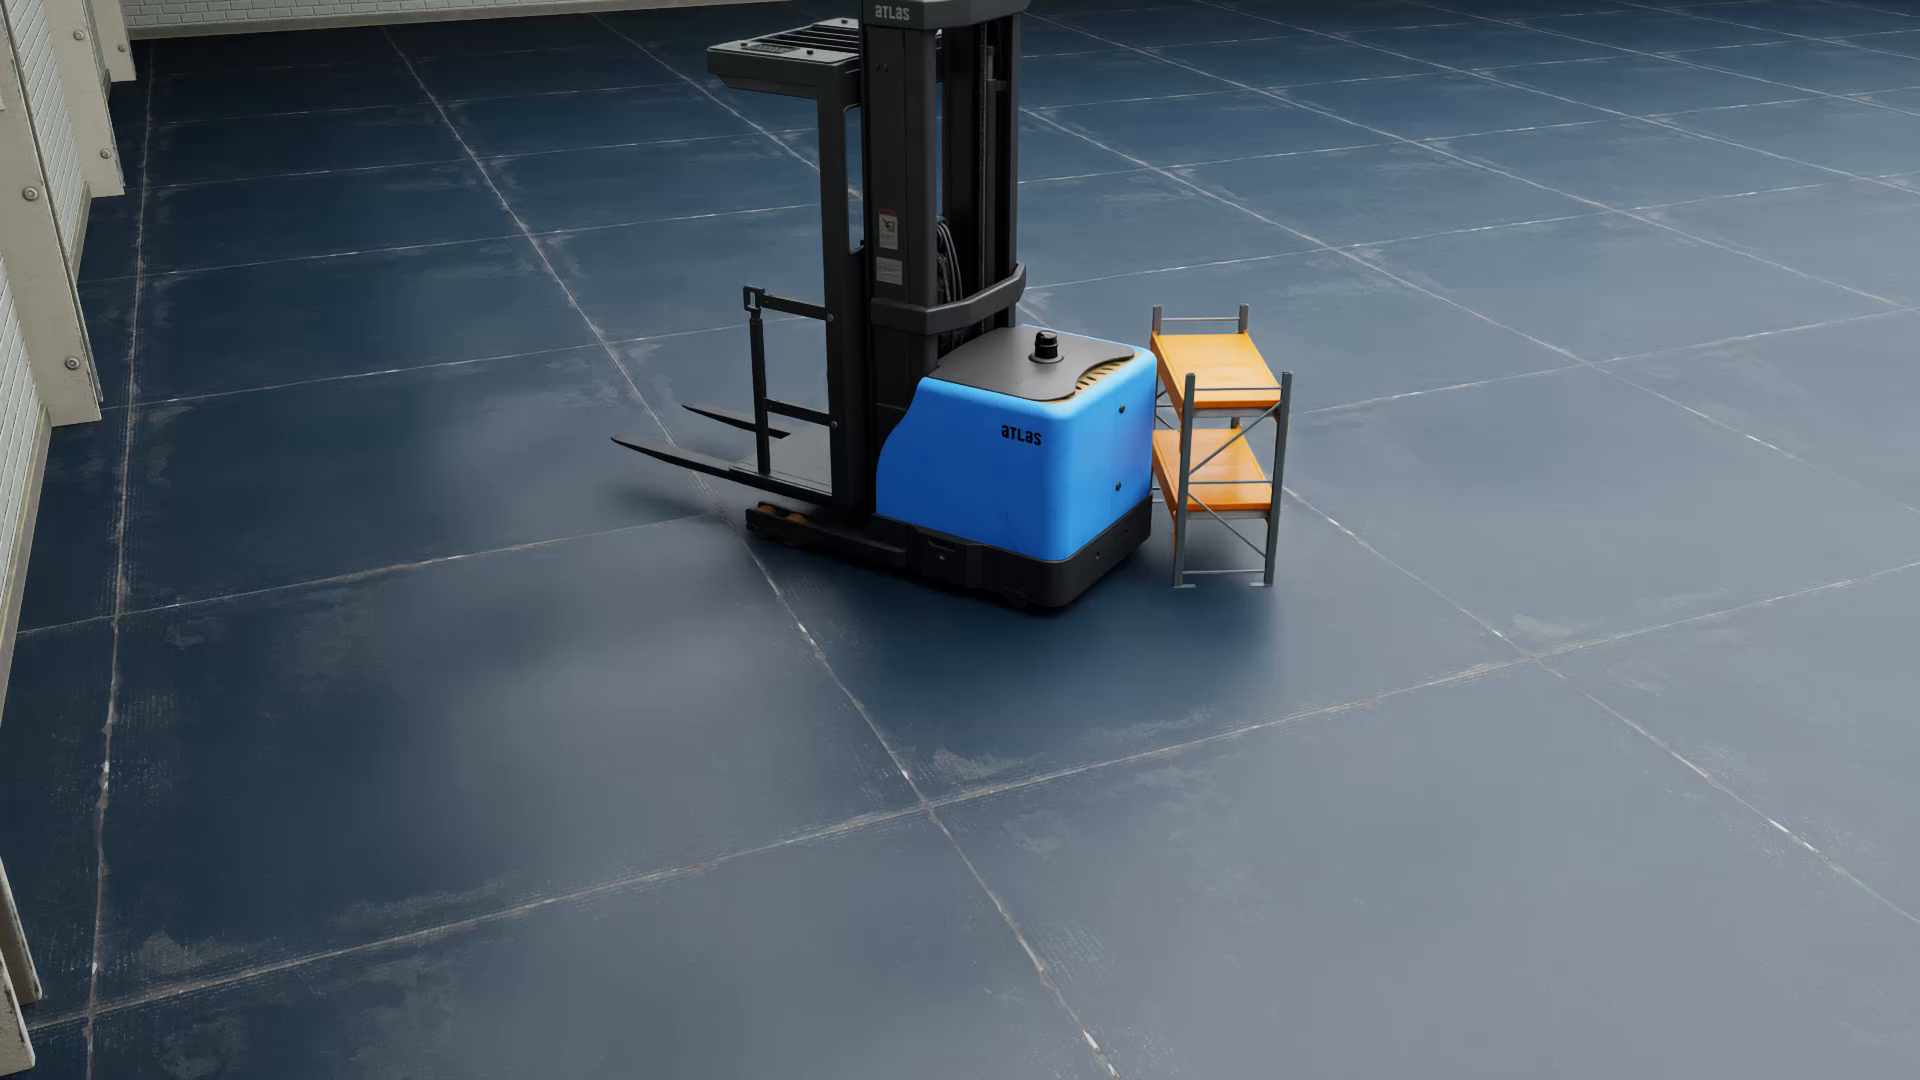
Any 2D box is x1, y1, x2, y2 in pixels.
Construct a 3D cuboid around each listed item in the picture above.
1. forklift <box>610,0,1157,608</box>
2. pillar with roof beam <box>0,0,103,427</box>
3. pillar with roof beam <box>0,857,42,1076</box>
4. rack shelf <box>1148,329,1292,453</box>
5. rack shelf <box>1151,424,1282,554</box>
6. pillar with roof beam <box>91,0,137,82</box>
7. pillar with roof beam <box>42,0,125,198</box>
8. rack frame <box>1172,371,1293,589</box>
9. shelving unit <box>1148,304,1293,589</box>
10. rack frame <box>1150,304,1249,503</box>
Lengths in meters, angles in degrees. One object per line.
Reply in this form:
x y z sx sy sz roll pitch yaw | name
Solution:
-0.528 -1.464 8.408 3.031 2.935 1.130 16 30 29 | forklift
-1.563 -5.577 9.916 9.100 9.000 0.400 -11 28 -21 | pillar with roof beam
0.787 -3.155 4.955 9.100 9.000 0.400 -11 28 -21 | pillar with roof beam
1.285 -0.762 8.362 0.538 0.278 1.000 -1 26 -2 | rack shelf
1.285 -0.279 8.598 0.538 0.278 1.000 -1 26 -2 | rack shelf
-6.262 -10.422 19.838 9.100 9.000 0.400 -11 28 -21 | pillar with roof beam
-3.913 -7.999 14.877 9.100 9.000 0.400 -11 28 -21 | pillar with roof beam
1.308 -0.276 8.034 0.500 1.125 0.032 -1 26 -2 | rack frame
1.285 -0.499 8.490 0.538 1.125 1.048 -1 26 -2 | shelving unit
1.261 -0.722 8.947 0.500 1.125 0.032 -1 26 -2 | rack frame
